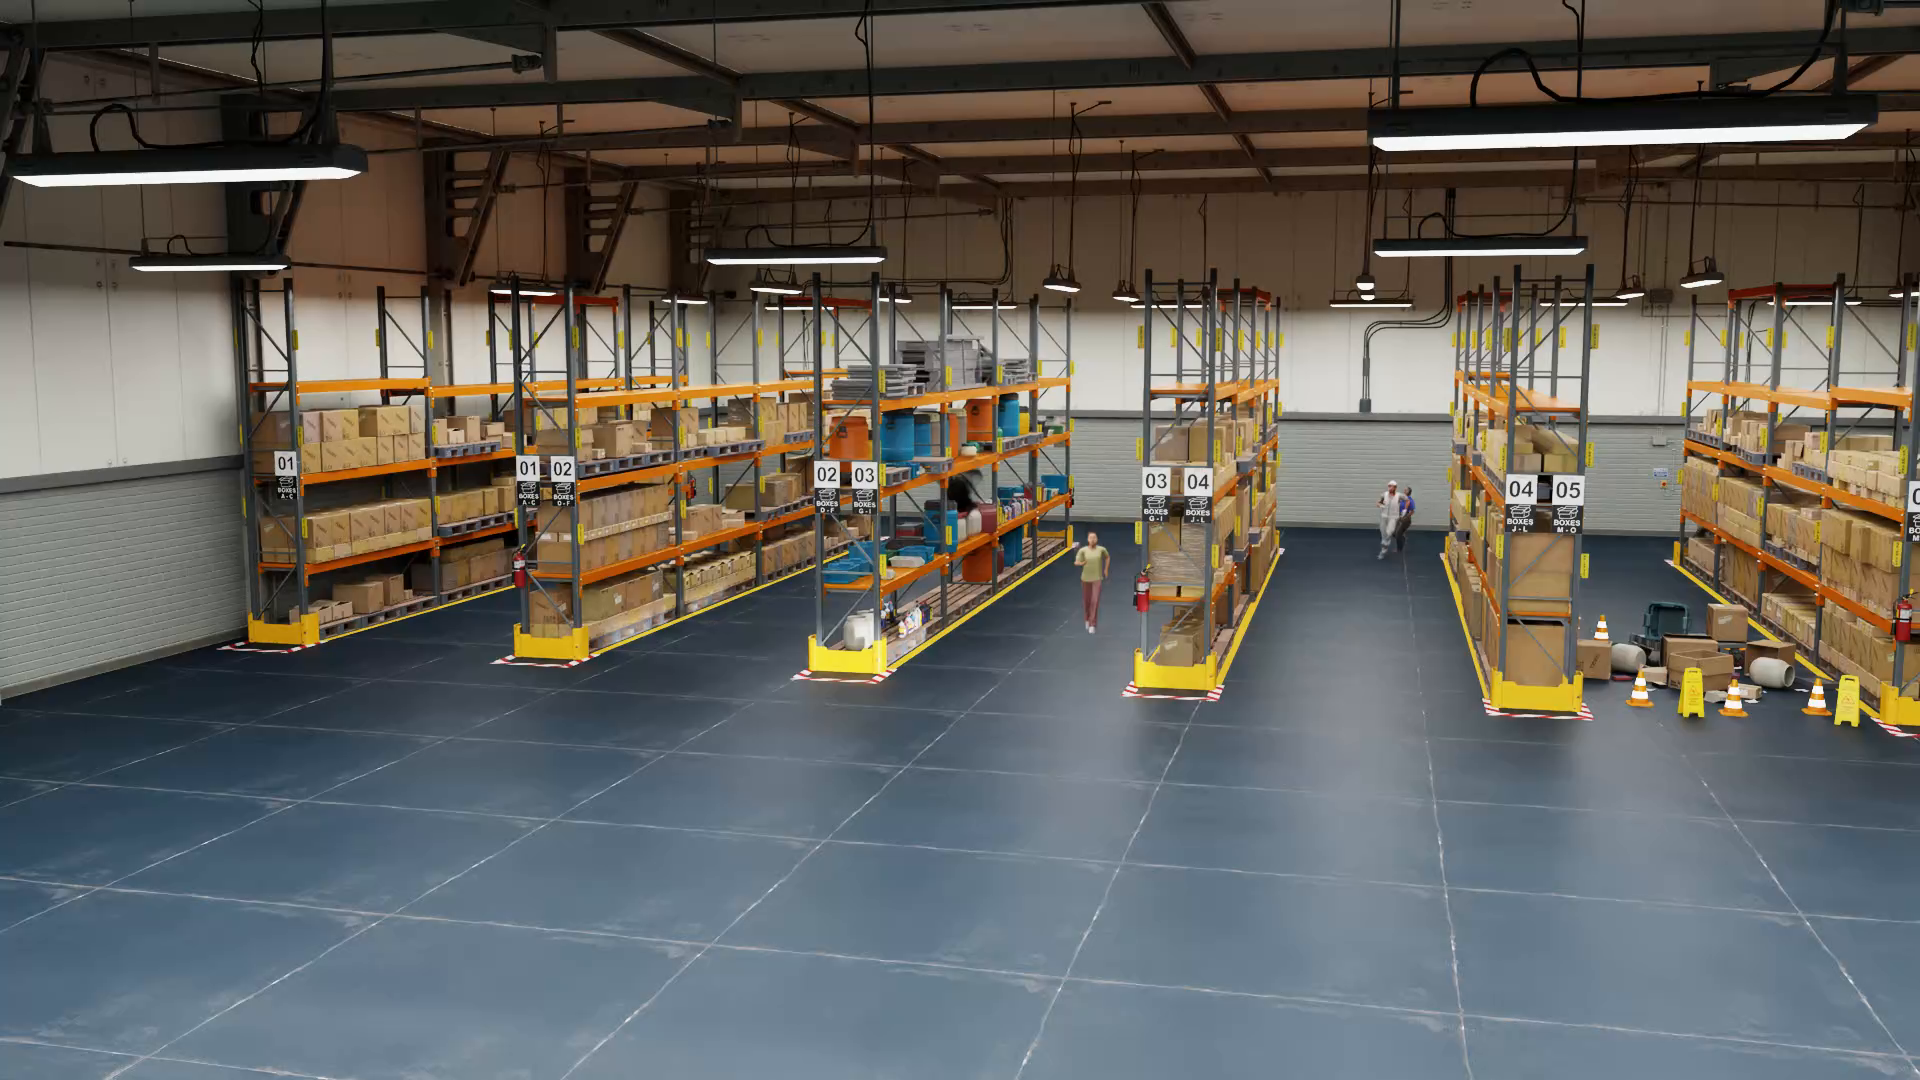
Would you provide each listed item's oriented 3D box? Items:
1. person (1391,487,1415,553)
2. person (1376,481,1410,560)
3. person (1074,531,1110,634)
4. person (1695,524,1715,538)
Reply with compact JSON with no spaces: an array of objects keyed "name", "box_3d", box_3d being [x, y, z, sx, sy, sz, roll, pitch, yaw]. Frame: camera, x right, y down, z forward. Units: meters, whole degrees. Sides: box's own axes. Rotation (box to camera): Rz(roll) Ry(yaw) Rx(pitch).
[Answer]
[{"name":"person","box_3d":[10.443,-0.471,39.158,0.510,1.584,0.601,-3,8,-25]},{"name":"person","box_3d":[9.912,-0.464,38.220,0.721,1.823,0.787,4,8,31]},{"name":"person","box_3d":[2.169,0.688,27.403,0.585,1.692,0.944,1,7,6]},{"name":"person","box_3d":[17.221,-0.457,38.251,0.954,1.742,0.763,6,9,41]}]
